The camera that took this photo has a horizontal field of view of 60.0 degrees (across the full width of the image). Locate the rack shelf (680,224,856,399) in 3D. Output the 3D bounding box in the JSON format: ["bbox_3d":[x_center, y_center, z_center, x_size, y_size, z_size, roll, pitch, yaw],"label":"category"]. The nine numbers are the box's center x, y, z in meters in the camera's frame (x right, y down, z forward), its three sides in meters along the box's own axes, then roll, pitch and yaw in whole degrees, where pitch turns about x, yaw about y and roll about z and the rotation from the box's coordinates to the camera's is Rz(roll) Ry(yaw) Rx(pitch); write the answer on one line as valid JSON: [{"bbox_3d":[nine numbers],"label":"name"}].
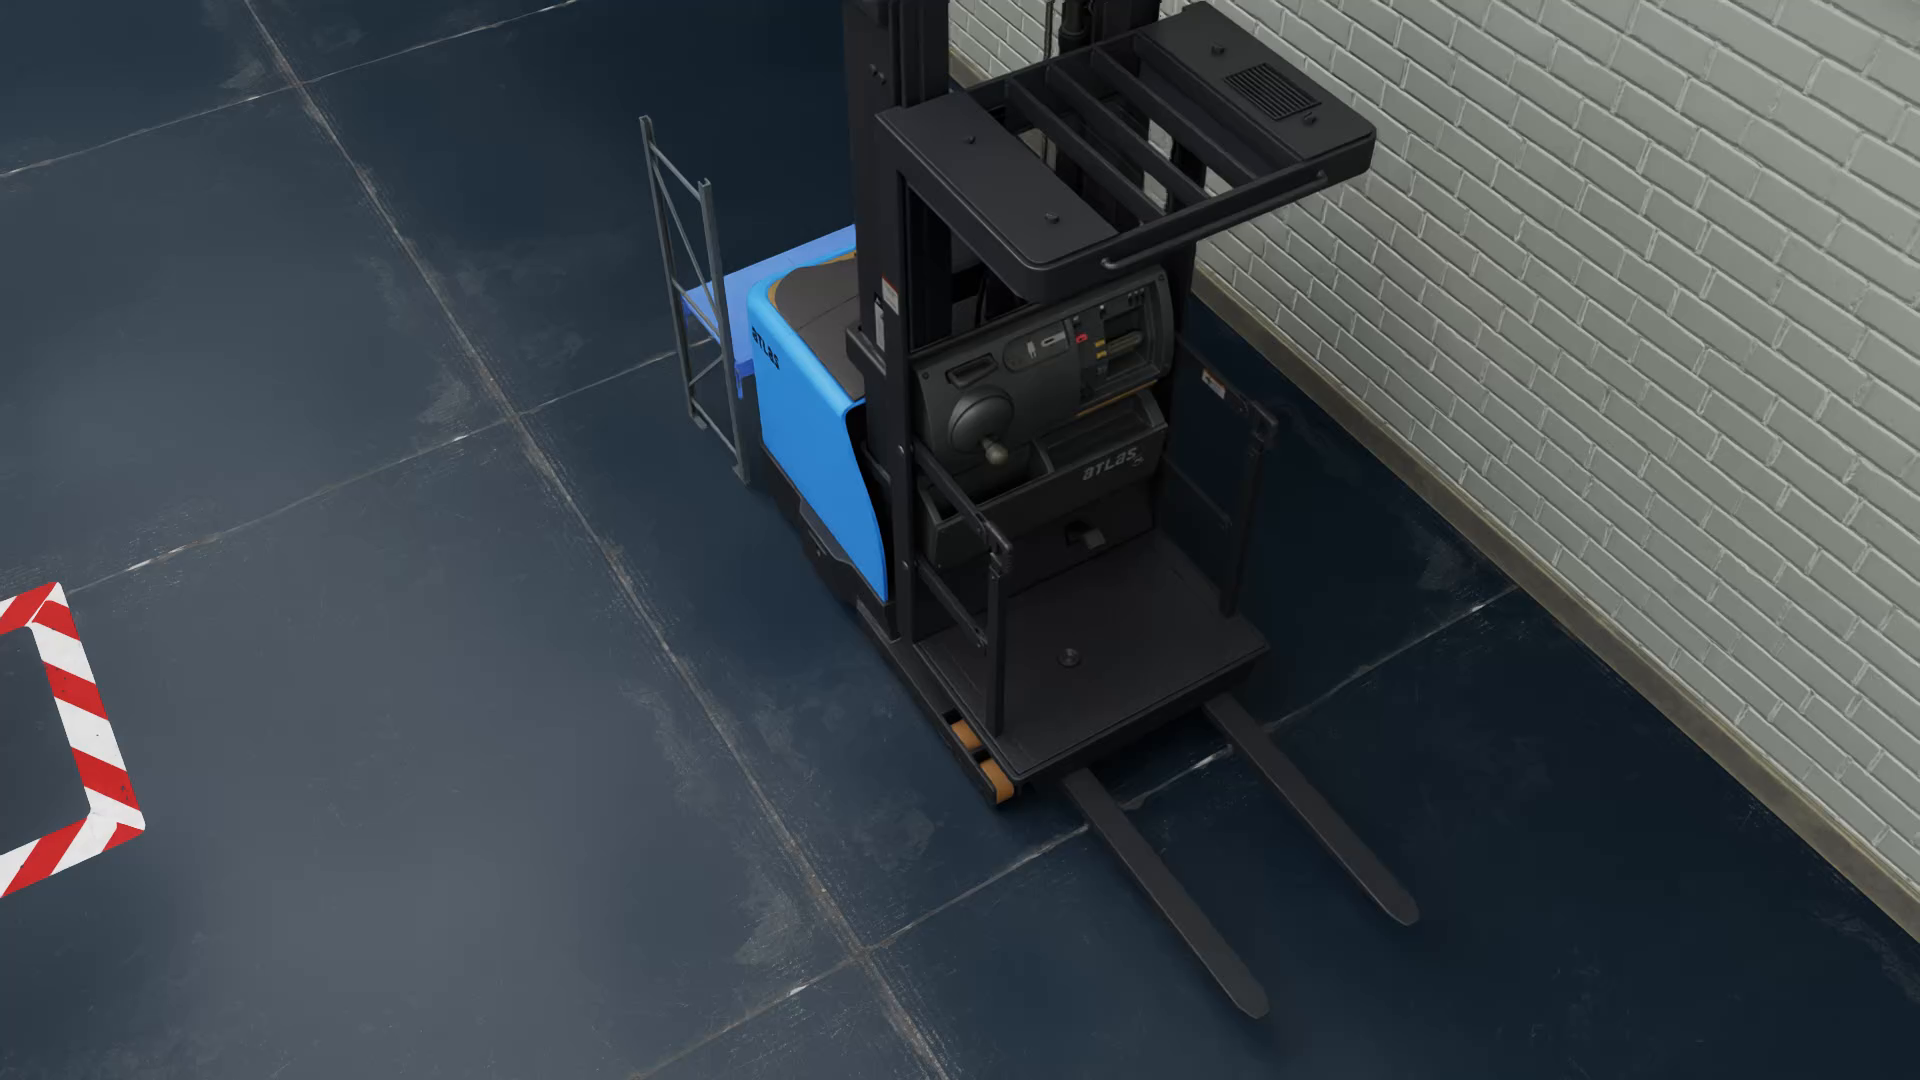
[{"bbox_3d":[-0.595,-0.982,6.806,1.000,0.185,0.538,-26,53,-22],"label":"rack shelf"}]

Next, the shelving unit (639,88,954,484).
[{"bbox_3d":[-0.595,-1.101,6.672,1.048,1.500,0.538,-26,53,-22],"label":"shelving unit"}]

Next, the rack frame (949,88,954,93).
[{"bbox_3d":[-0.172,-1.312,6.859,0.032,1.500,0.500,-26,53,-22],"label":"rack frame"}]

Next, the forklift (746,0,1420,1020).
[{"bbox_3d":[0.397,-0.450,5.133,1.130,2.935,3.031,-25,53,-20],"label":"forklift"}]

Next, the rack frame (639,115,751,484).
[{"bbox_3d":[-1.018,-0.891,6.484,0.032,1.500,0.500,-26,53,-22],"label":"rack frame"}]
